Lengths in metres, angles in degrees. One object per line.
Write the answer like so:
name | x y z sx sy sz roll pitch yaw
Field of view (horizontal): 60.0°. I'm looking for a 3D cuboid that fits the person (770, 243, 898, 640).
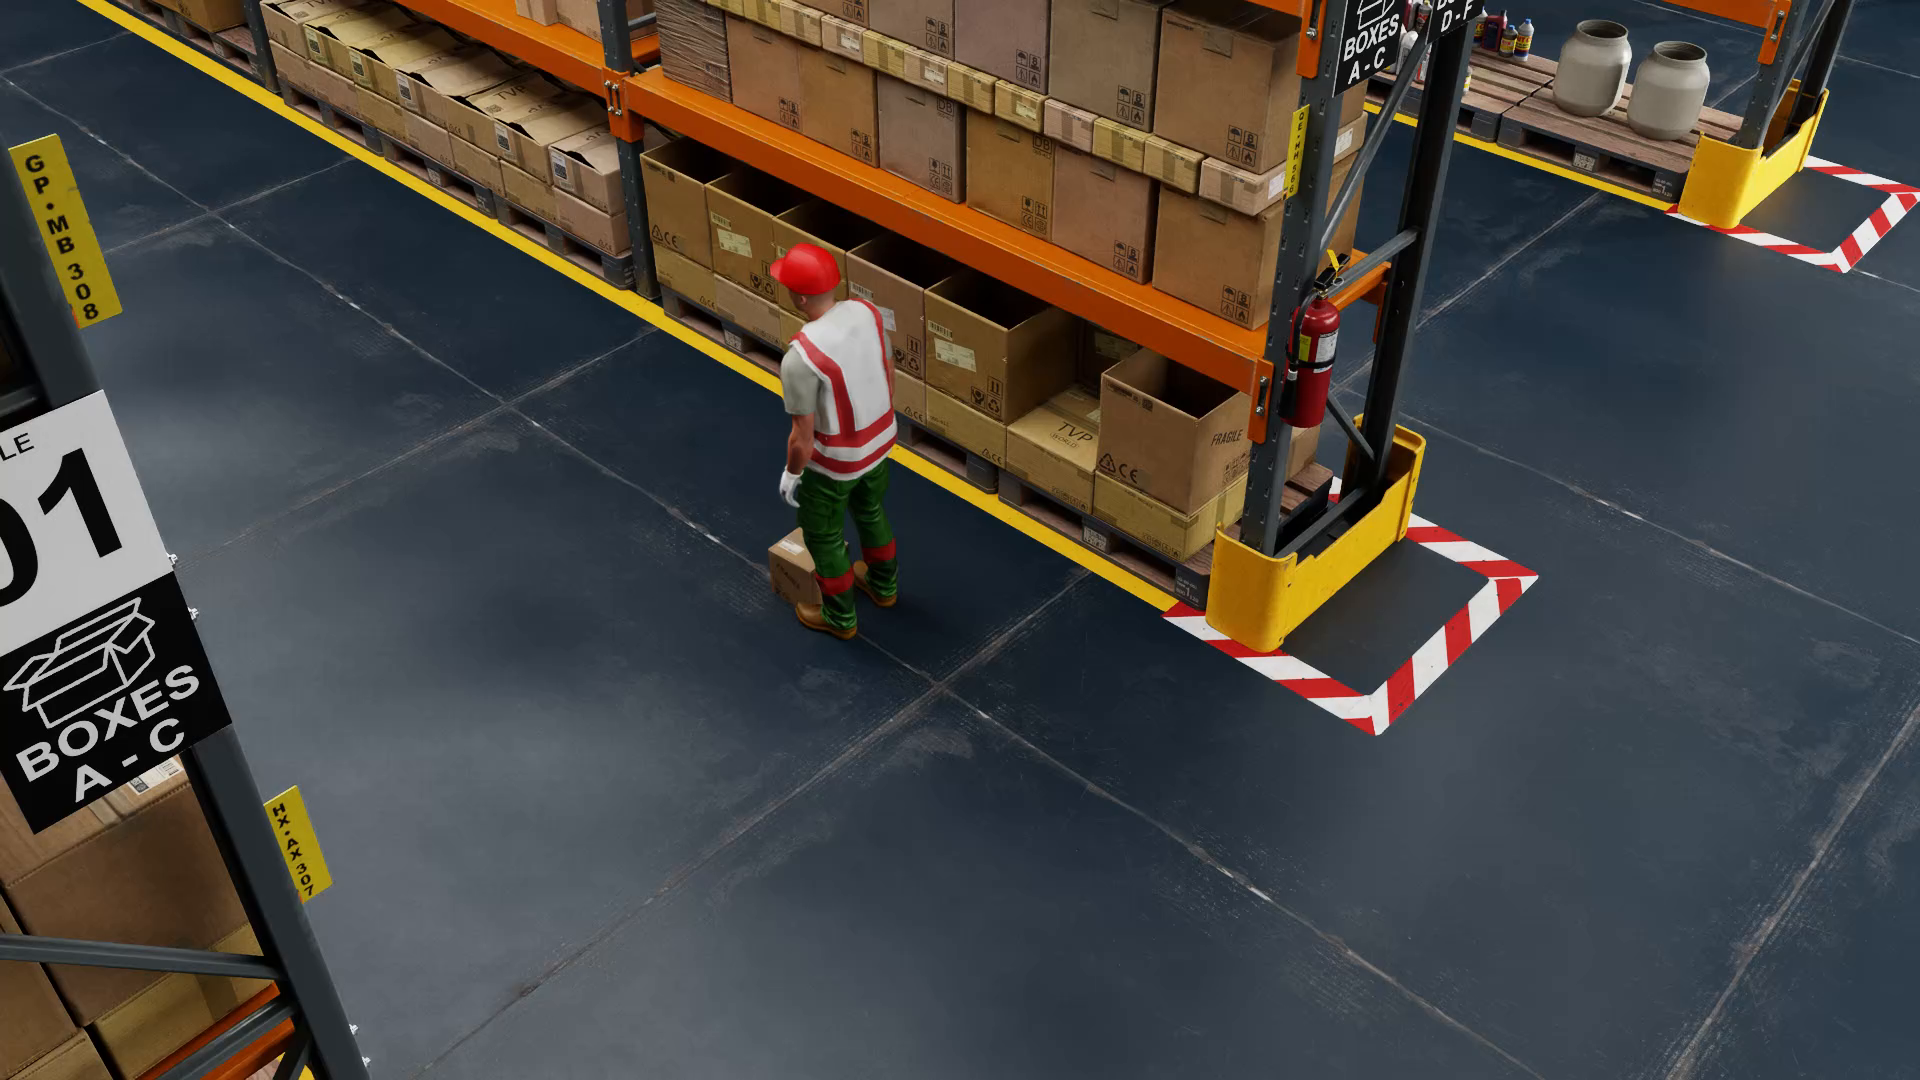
person | -0.491 -0.368 6.598 0.453 1.778 0.616 27 46 29
